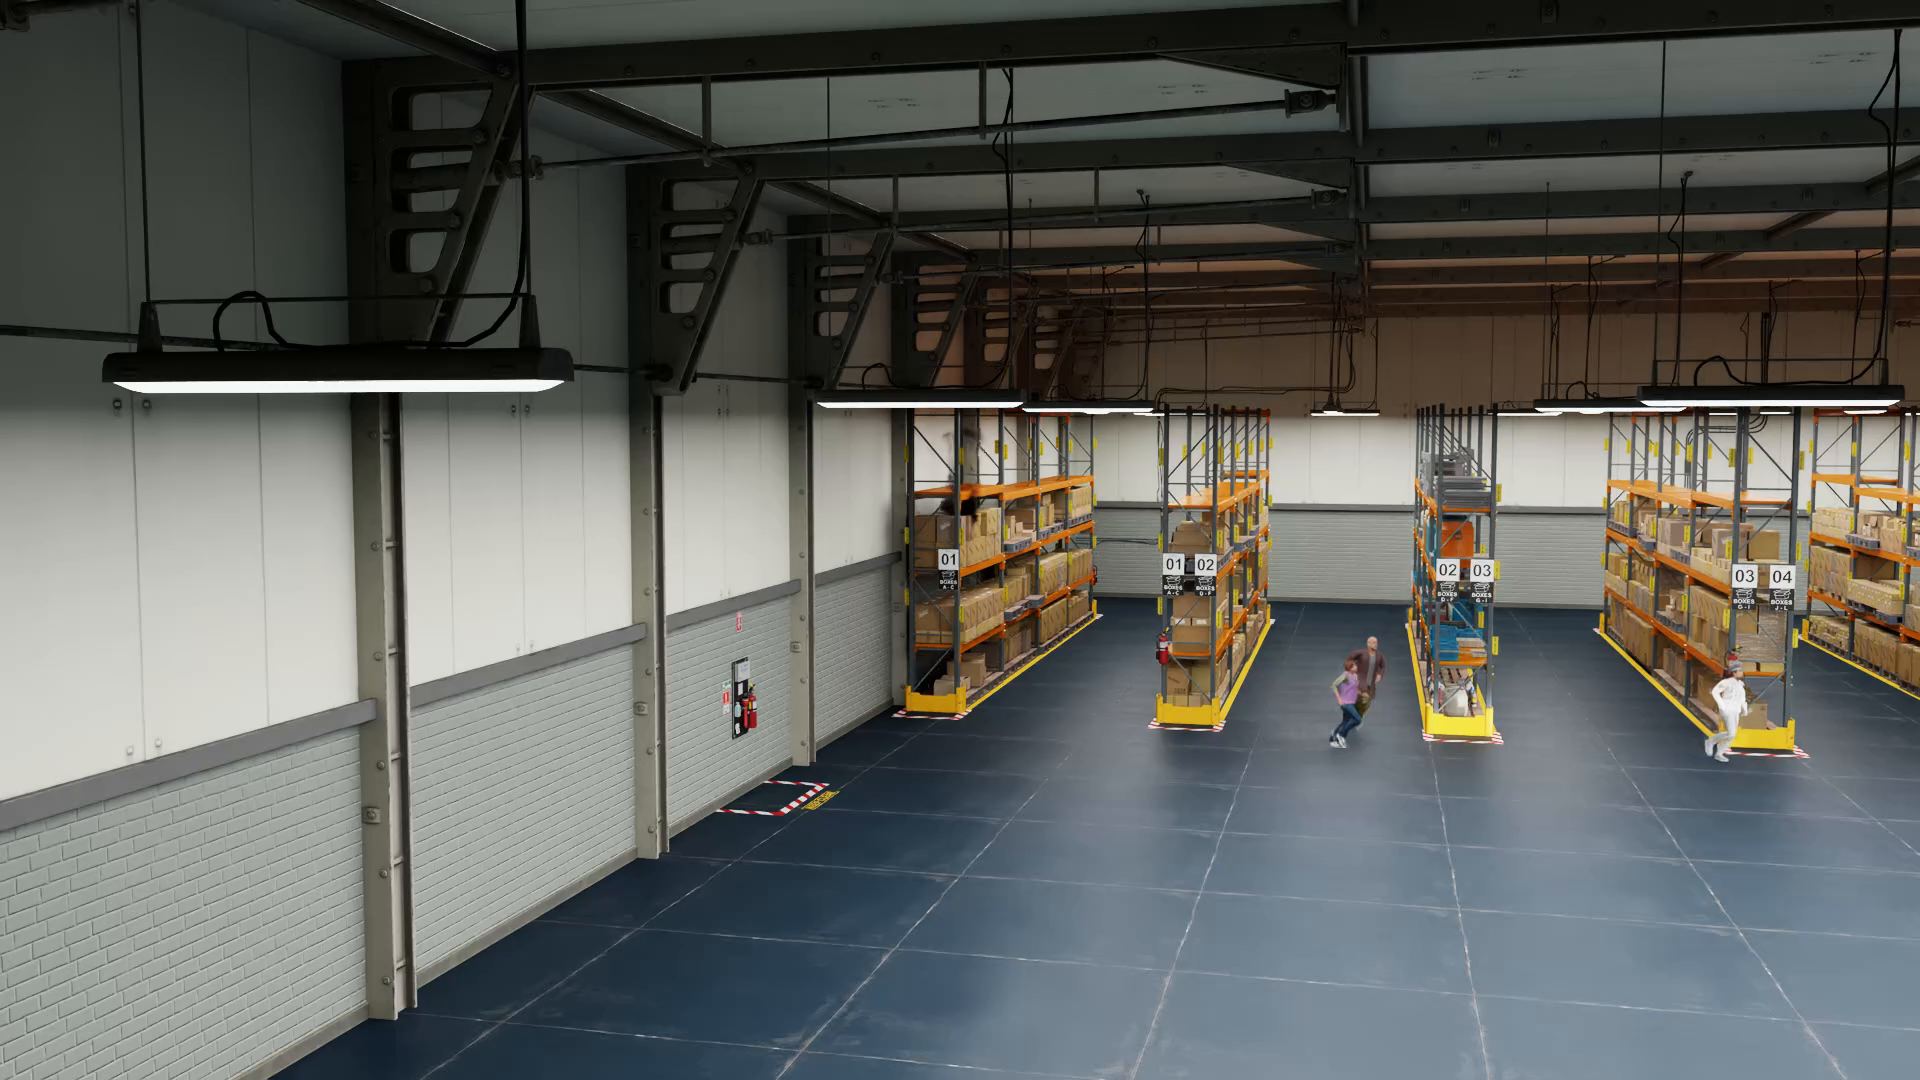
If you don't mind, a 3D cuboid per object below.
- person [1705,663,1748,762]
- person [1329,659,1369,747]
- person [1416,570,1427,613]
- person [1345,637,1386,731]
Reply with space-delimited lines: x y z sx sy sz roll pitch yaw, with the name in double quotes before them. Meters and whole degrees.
"person" 12.933 2.879 27.936 0.673 1.638 0.522 -2 5 -29
"person" 6.733 2.832 28.772 0.684 1.553 0.510 2 5 30
"person" 13.190 1.440 46.850 0.826 1.797 0.668 2 4 22
"person" 7.486 2.641 30.552 0.728 1.728 0.612 -1 4 -17
